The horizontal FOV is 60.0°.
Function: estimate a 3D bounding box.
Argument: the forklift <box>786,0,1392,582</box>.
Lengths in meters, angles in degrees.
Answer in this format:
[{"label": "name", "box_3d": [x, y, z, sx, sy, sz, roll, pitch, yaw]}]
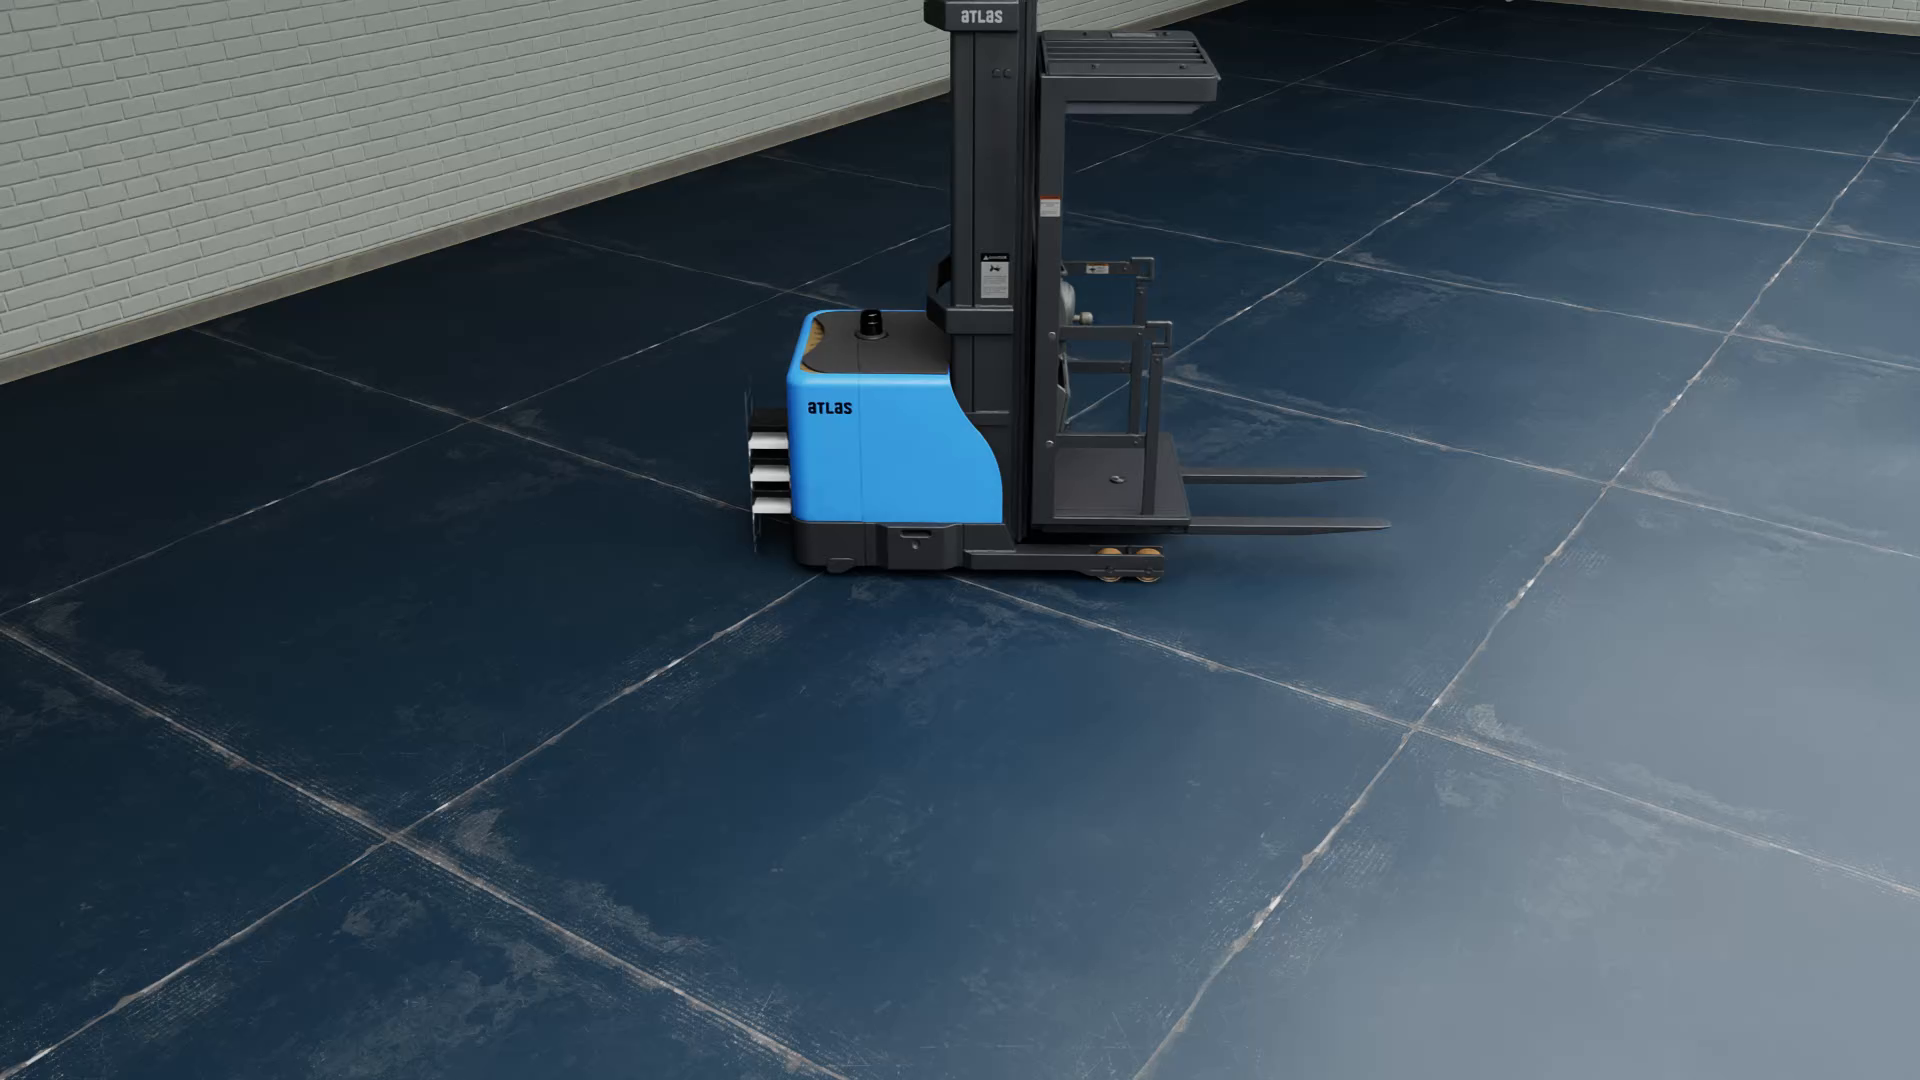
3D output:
[{"label": "forklift", "box_3d": [0.672, -1.340, 8.151, 3.031, 2.935, 1.130, 1, 27, 1]}]

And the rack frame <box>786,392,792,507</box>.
[{"label": "rack frame", "box_3d": [-0.854, -0.381, 8.506, 0.006, 0.900, 0.240, 1, 27, 1]}]

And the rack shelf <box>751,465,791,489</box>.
[{"label": "rack shelf", "box_3d": [-0.956, -0.352, 8.523, 0.200, 0.077, 0.258, 1, 27, 1]}]

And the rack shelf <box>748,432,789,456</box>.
[{"label": "rack shelf", "box_3d": [-0.956, -0.513, 8.442, 0.200, 0.077, 0.258, 1, 27, 1]}]

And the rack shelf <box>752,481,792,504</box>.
[{"label": "rack shelf", "box_3d": [-0.956, -0.272, 8.564, 0.200, 0.077, 0.258, 1, 27, 1]}]

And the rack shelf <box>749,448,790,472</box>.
[{"label": "rack shelf", "box_3d": [-0.956, -0.432, 8.482, 0.200, 0.077, 0.258, 1, 27, 1]}]

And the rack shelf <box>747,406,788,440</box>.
[{"label": "rack shelf", "box_3d": [-0.956, -0.593, 8.401, 0.200, 0.077, 0.258, 1, 27, 1]}]

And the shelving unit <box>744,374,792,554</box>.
[{"label": "shelving unit", "box_3d": [-0.956, -0.382, 8.508, 0.210, 0.900, 0.258, 1, 27, 1]}]

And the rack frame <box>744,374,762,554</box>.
[{"label": "rack frame", "box_3d": [-1.058, -0.383, 8.510, 0.006, 0.900, 0.240, 1, 27, 1]}]

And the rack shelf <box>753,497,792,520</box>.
[{"label": "rack shelf", "box_3d": [-0.956, -0.192, 8.605, 0.200, 0.077, 0.258, 1, 27, 1]}]
